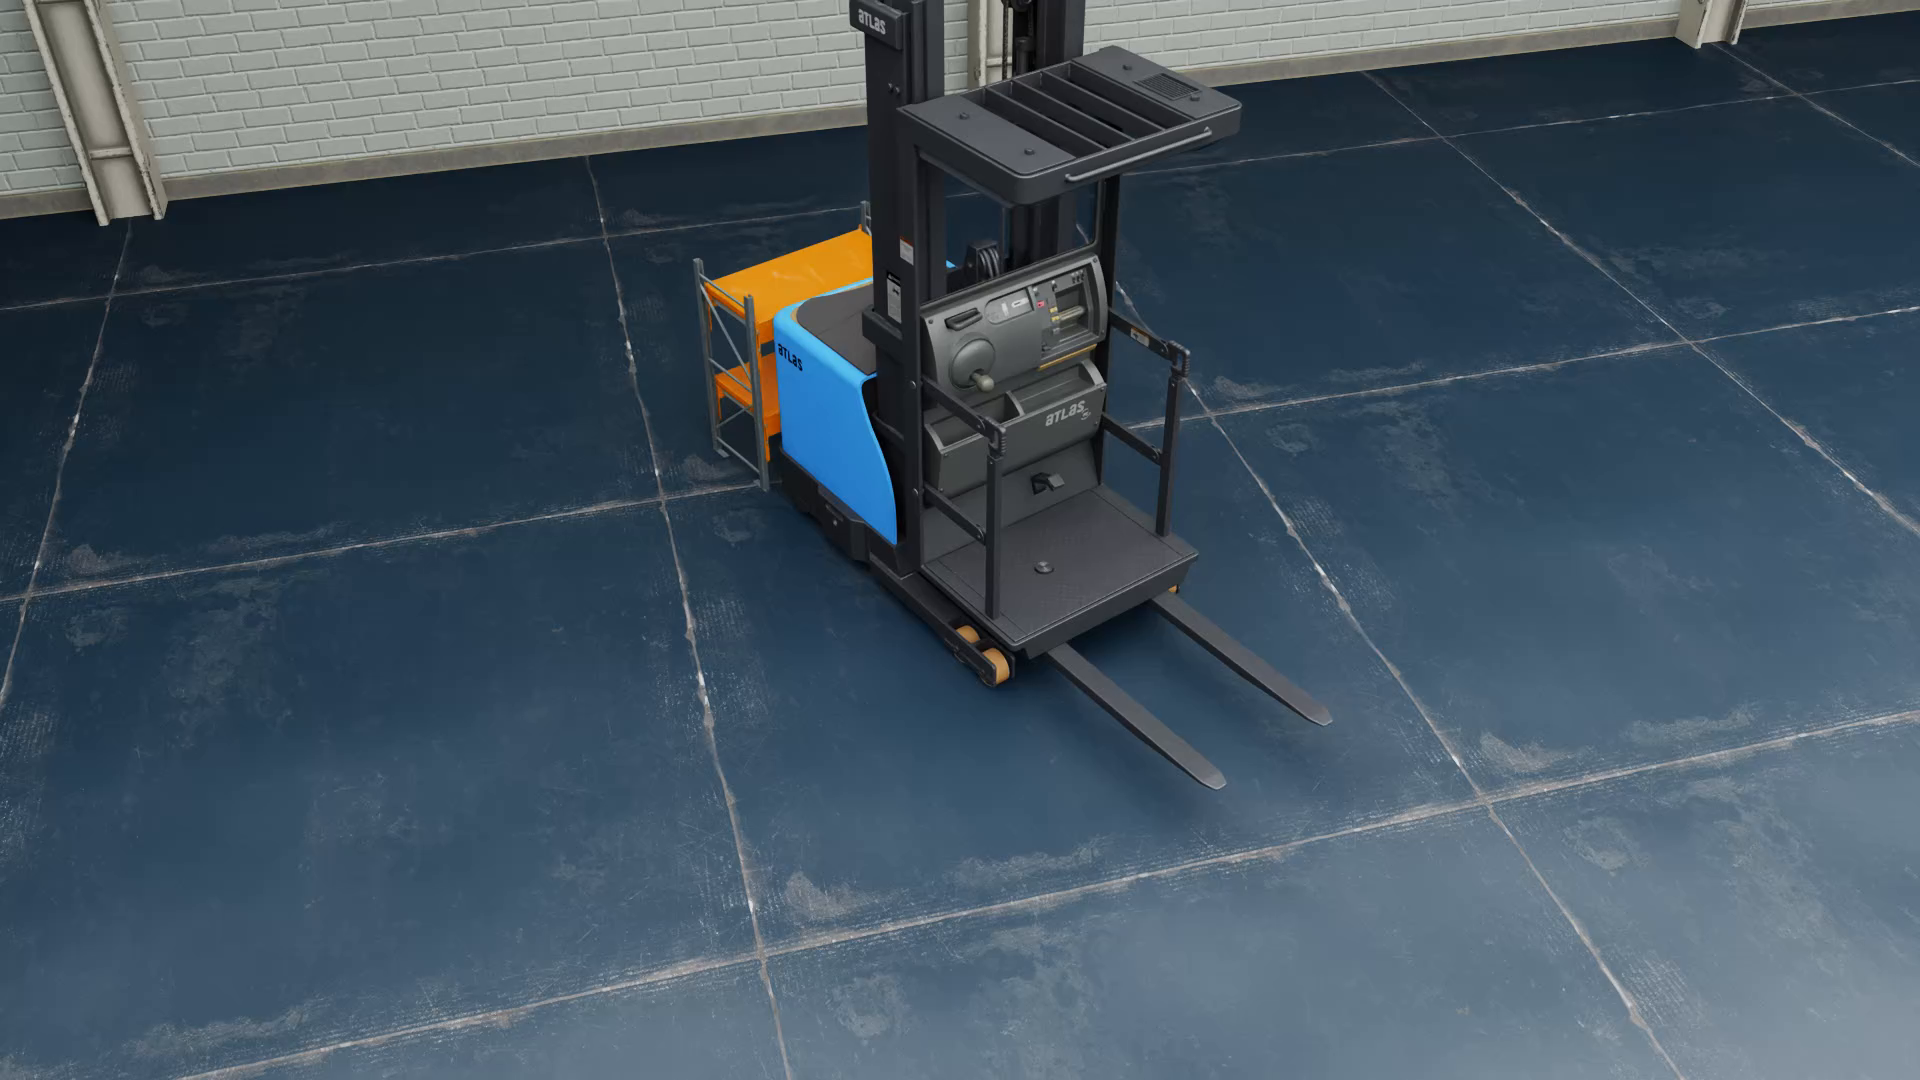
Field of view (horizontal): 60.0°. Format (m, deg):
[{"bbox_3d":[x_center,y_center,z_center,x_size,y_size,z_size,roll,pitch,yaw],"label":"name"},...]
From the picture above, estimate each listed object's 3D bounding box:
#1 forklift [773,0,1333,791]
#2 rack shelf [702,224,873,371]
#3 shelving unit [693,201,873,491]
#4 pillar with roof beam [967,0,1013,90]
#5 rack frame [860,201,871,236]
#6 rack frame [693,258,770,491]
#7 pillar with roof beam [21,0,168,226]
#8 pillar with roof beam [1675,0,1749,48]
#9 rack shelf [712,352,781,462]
[{"bbox_3d":[0.377,-0.857,6.937,1.130,2.935,3.031,-24,44,-28],"label":"forklift"},{"bbox_3d":[-0.750,-1.245,8.450,1.000,0.278,0.538,-26,44,-30],"label":"rack shelf"},{"bbox_3d":[-0.750,-1.013,8.627,1.048,1.125,0.538,-26,44,-30],"label":"shelving unit"},{"bbox_3d":[1.408,-4.186,6.295,0.400,9.000,9.100,-9,38,-12],"label":"pillar with roof beam"},{"bbox_3d":[-0.353,-1.206,8.880,0.032,1.125,0.500,-26,44,-30],"label":"rack frame"},{"bbox_3d":[-1.147,-0.820,8.375,0.032,1.125,0.500,-26,44,-30],"label":"rack frame"},{"bbox_3d":[-4.385,-3.236,5.053,0.400,9.000,9.100,-9,38,-12],"label":"pillar with roof beam"},{"bbox_3d":[7.200,-5.136,7.538,0.400,9.000,9.100,-9,38,-12],"label":"pillar with roof beam"},{"bbox_3d":[-0.750,-0.818,8.776,1.000,0.278,0.538,-26,44,-30],"label":"rack shelf"}]
